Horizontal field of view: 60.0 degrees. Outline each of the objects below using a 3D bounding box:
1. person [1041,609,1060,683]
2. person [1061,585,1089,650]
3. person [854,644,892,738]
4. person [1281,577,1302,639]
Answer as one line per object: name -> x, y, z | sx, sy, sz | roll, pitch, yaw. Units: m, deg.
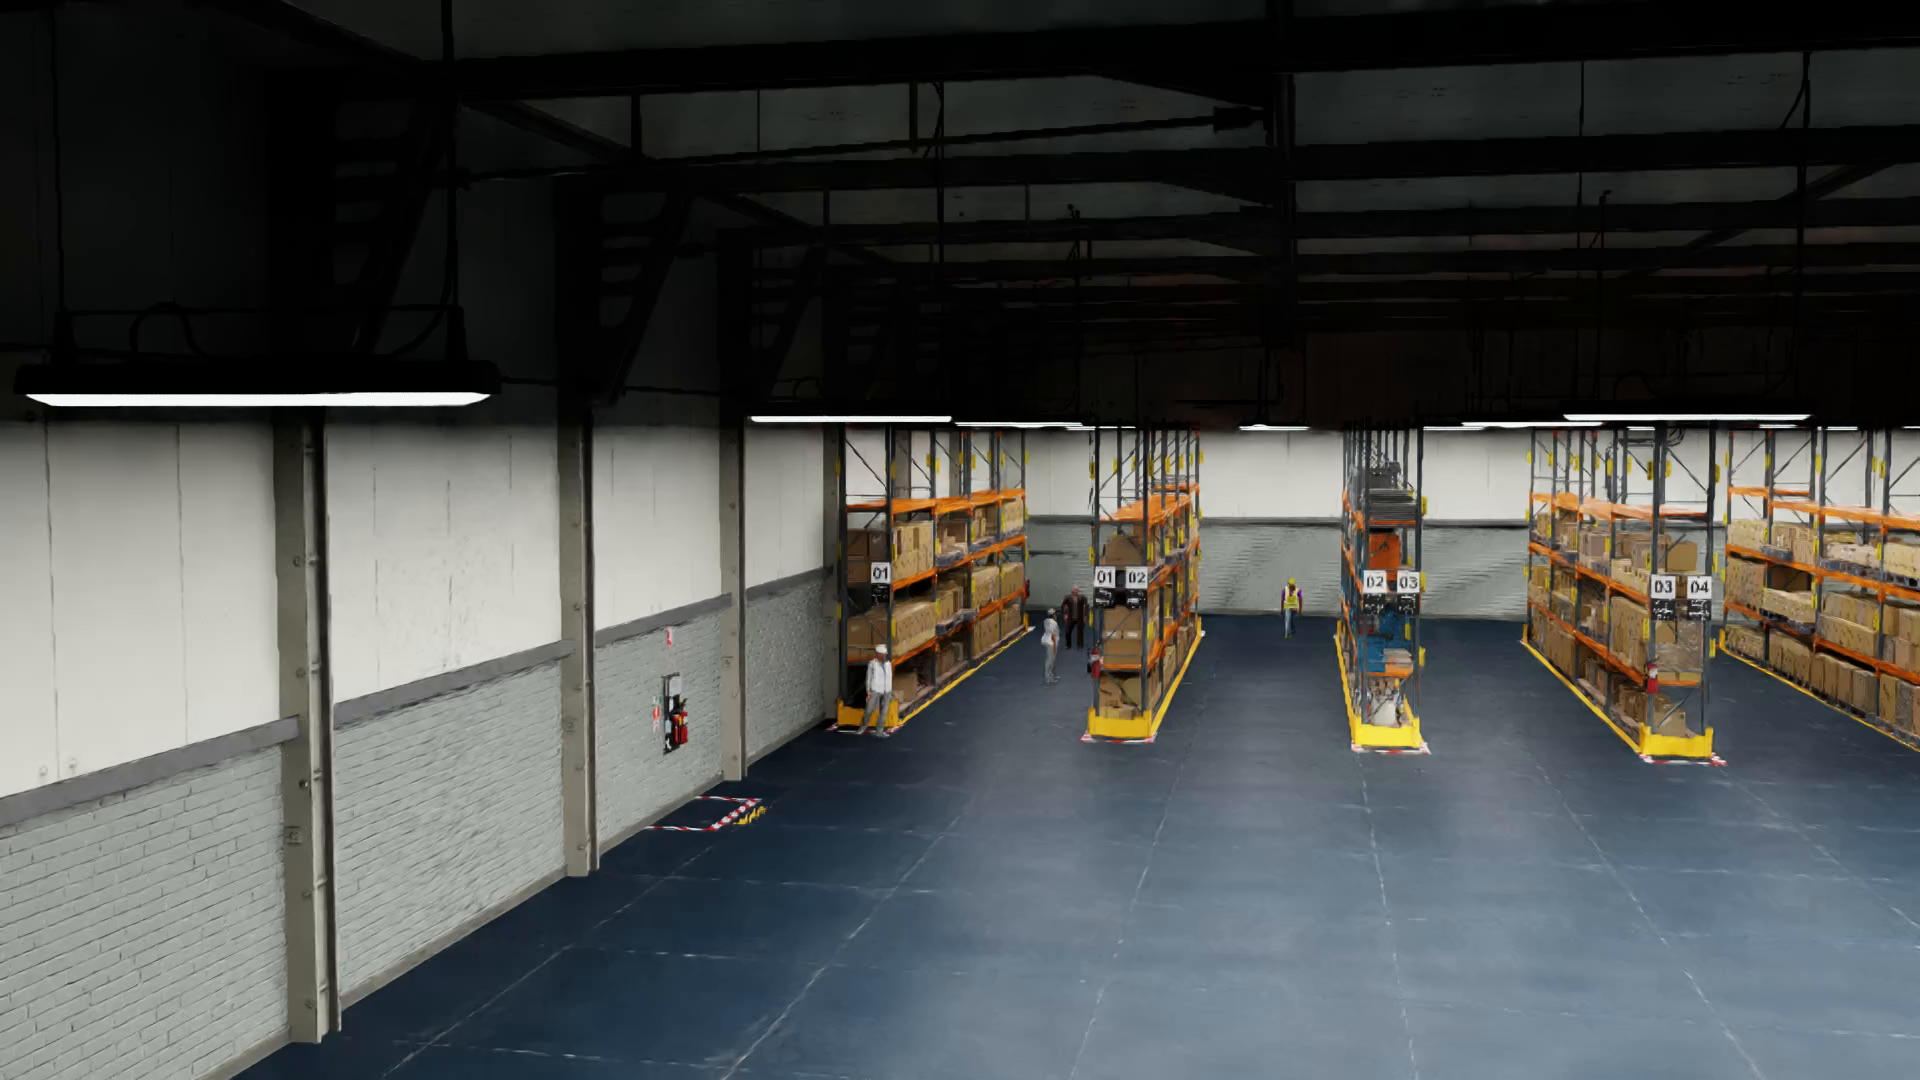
person -> 2.108, 2.412, 38.065 | 0.464, 1.669, 0.579 | -1, 4, -18
person -> 3.019, 2.031, 43.625 | 0.729, 1.731, 0.546 | 1, 4, 10
person -> -1.614, 2.820, 31.153 | 0.715, 1.763, 0.521 | -2, 4, -30
person -> 9.210, 1.875, 46.147 | 0.575, 1.689, 1.128 | 1, 4, 9
